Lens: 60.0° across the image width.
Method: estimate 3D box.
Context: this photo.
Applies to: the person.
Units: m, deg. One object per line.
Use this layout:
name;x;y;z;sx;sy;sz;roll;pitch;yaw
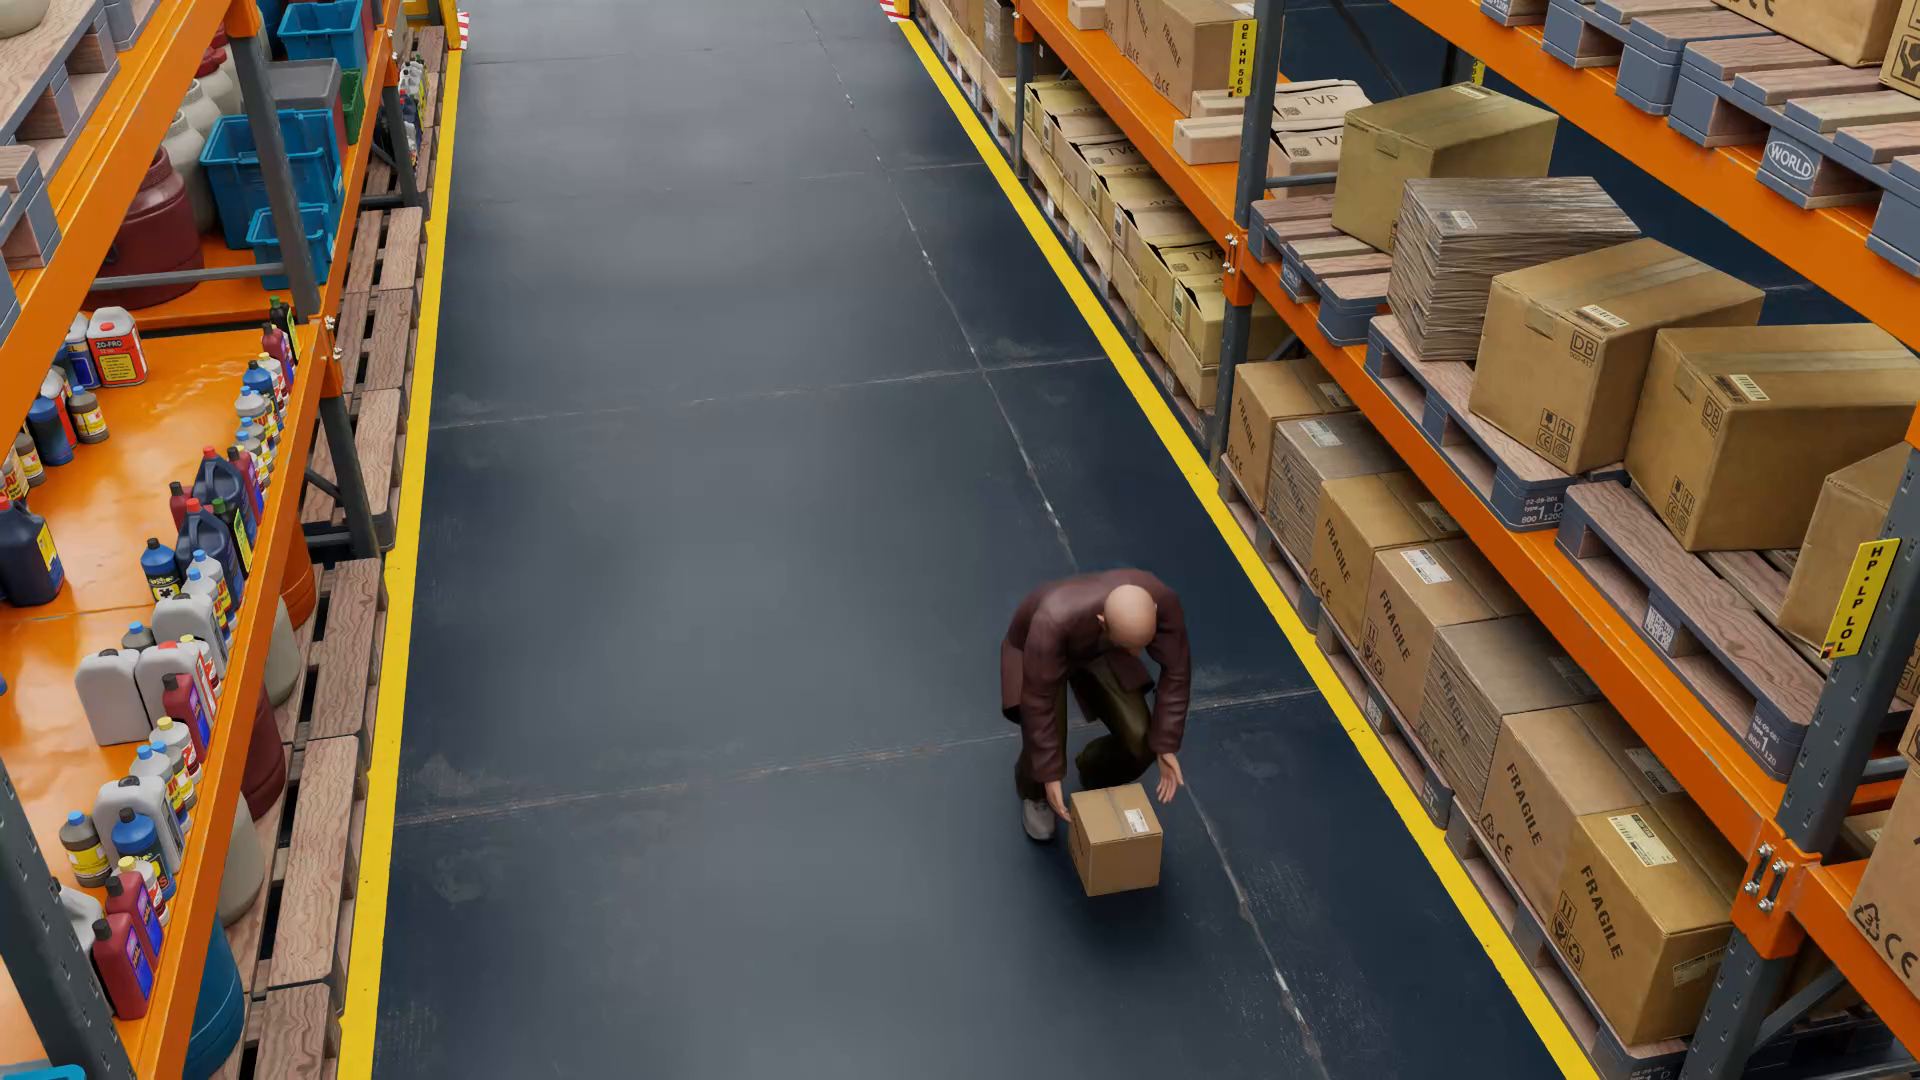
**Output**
person;0.458;0.518;5.861;0.630;1.249;0.797;-7;35;-11
